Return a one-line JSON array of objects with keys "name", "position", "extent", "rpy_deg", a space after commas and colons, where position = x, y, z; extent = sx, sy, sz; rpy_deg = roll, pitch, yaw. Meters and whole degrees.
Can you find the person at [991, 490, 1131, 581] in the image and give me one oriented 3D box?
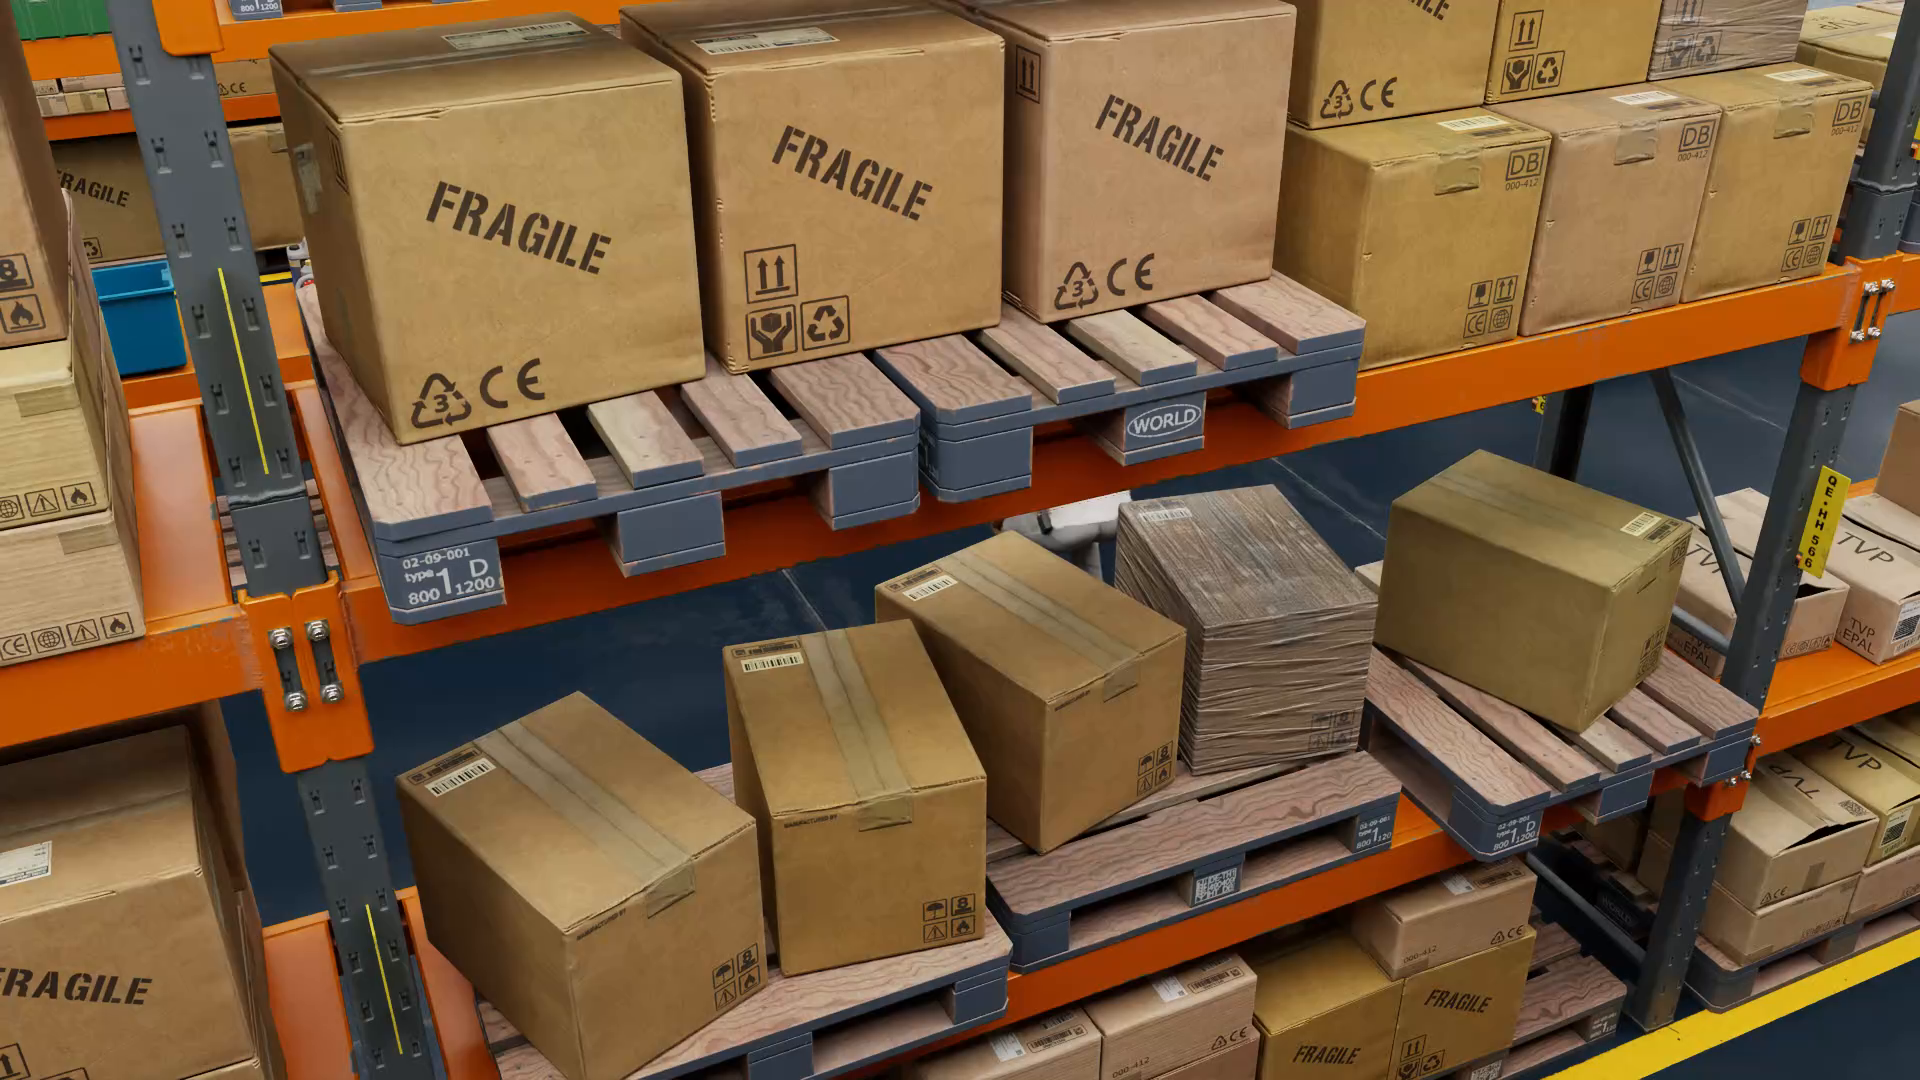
[{"name": "person", "position": [0.457, -0.174, 7.977], "extent": [0.535, 1.133, 0.822], "rpy_deg": [-13, 32, -22]}]
